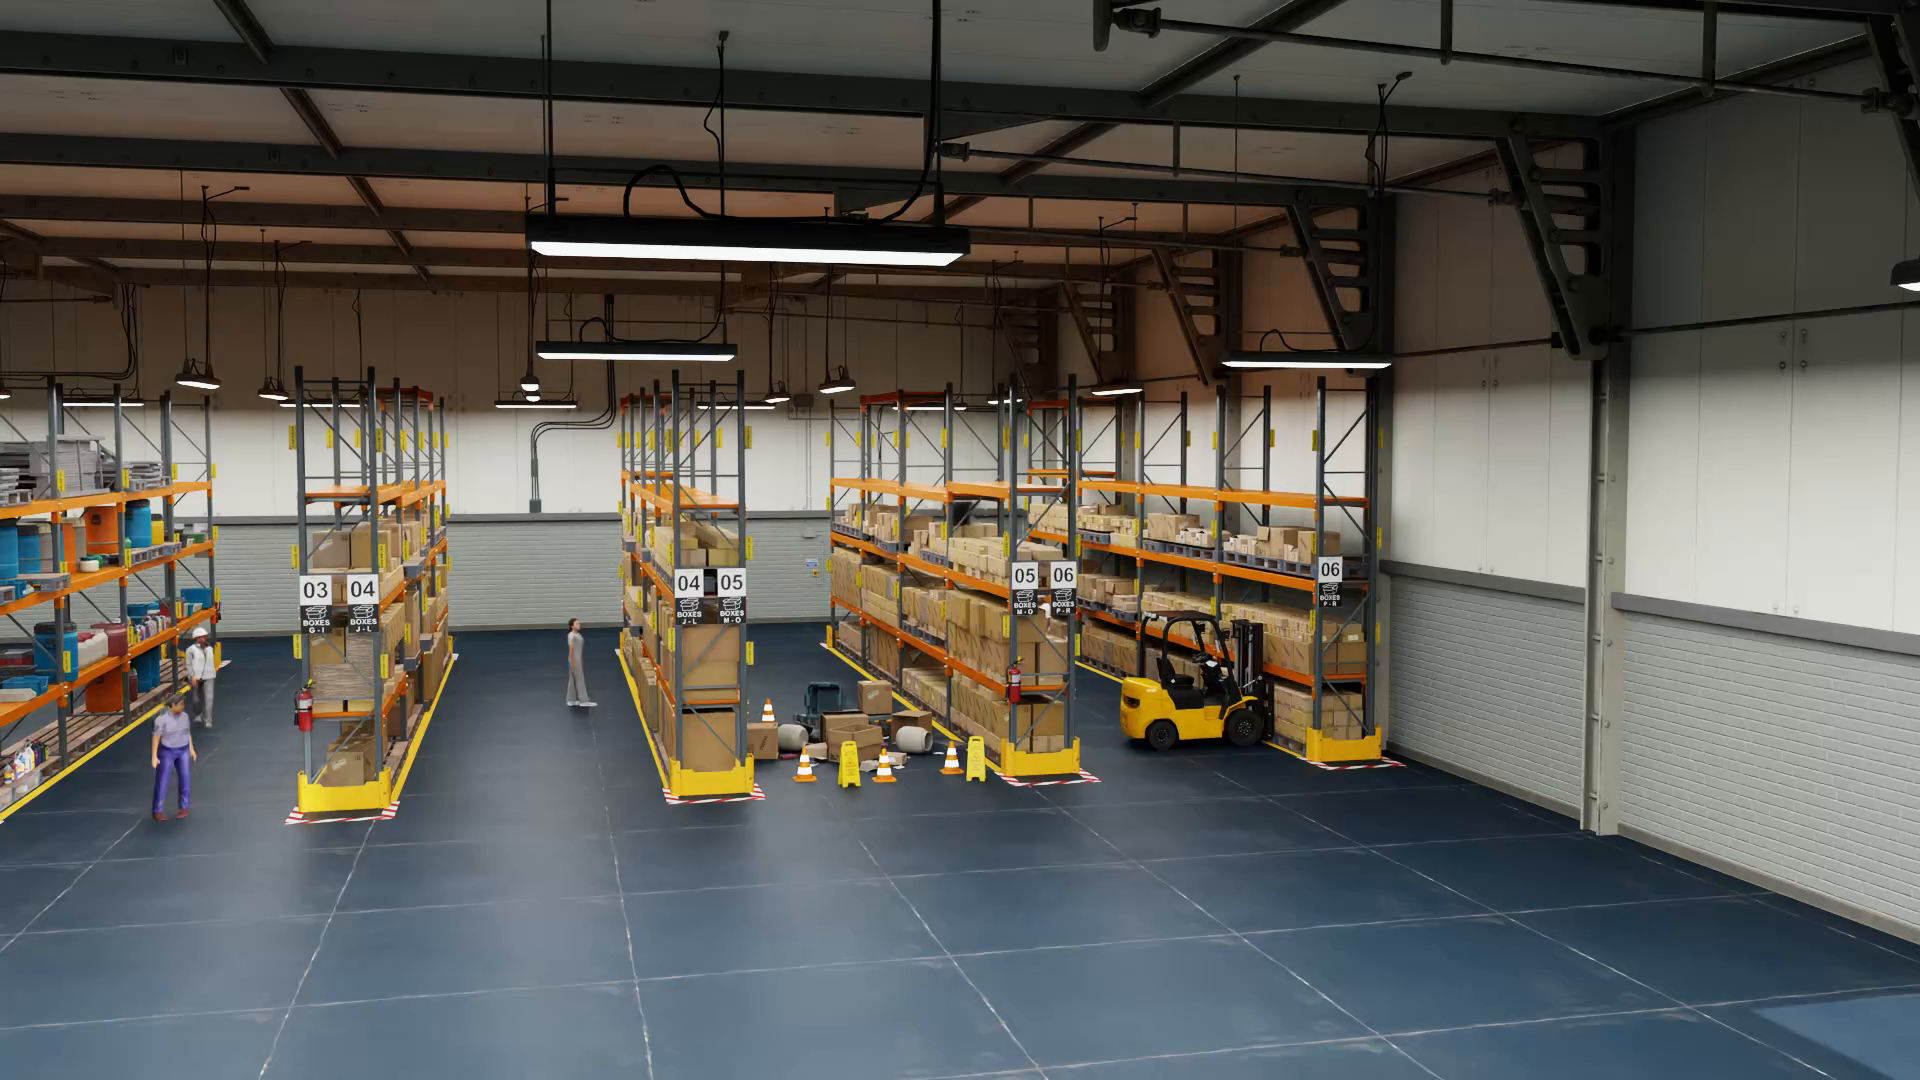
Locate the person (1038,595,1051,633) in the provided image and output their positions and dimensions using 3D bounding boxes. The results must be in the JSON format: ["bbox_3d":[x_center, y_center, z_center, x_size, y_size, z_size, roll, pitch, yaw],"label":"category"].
[{"bbox_3d":[1.730,1.975,35.762,0.369,1.766,0.603,-1,4,-23],"label":"person"}]

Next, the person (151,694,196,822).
[{"bbox_3d":[-10.443,2.882,22.066,0.391,1.631,0.563,3,4,38],"label":"person"}]

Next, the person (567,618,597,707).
[{"bbox_3d":[-7.143,2.298,31.365,0.572,1.663,0.487,0,3,-8],"label":"person"}]

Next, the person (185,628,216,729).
[{"bbox_3d":[-13.244,2.407,29.020,0.475,1.734,1.006,-1,4,-21],"label":"person"}]
